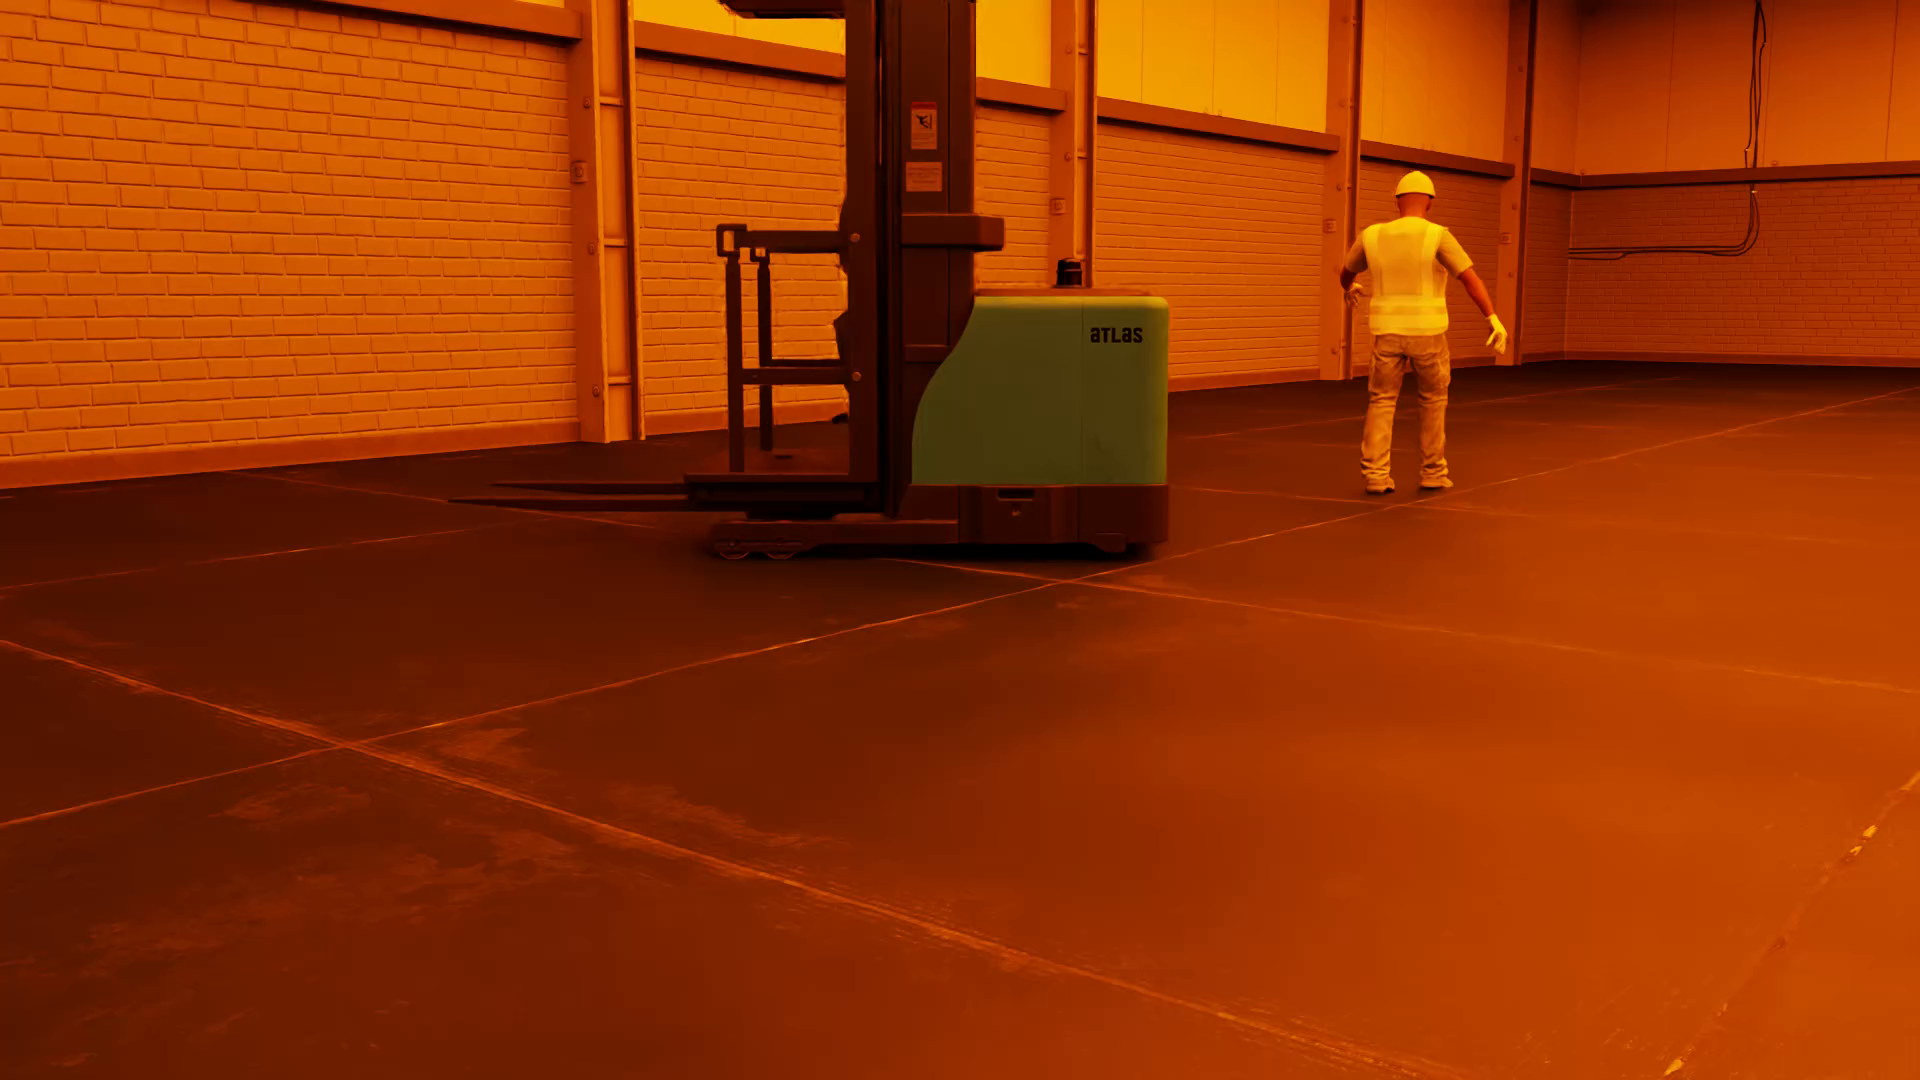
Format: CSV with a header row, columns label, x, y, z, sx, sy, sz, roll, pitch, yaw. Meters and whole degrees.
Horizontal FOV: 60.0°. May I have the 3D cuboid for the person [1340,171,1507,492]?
label,x,y,z,sx,sy,sz,roll,pitch,yaw
person,2.550,-1.143,9.229,1.029,1.763,0.731,5,10,29

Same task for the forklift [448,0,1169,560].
label,x,y,z,sx,sy,sz,roll,pitch,yaw
forklift,-0.646,-1.444,7.149,3.031,2.935,1.130,0,8,1
